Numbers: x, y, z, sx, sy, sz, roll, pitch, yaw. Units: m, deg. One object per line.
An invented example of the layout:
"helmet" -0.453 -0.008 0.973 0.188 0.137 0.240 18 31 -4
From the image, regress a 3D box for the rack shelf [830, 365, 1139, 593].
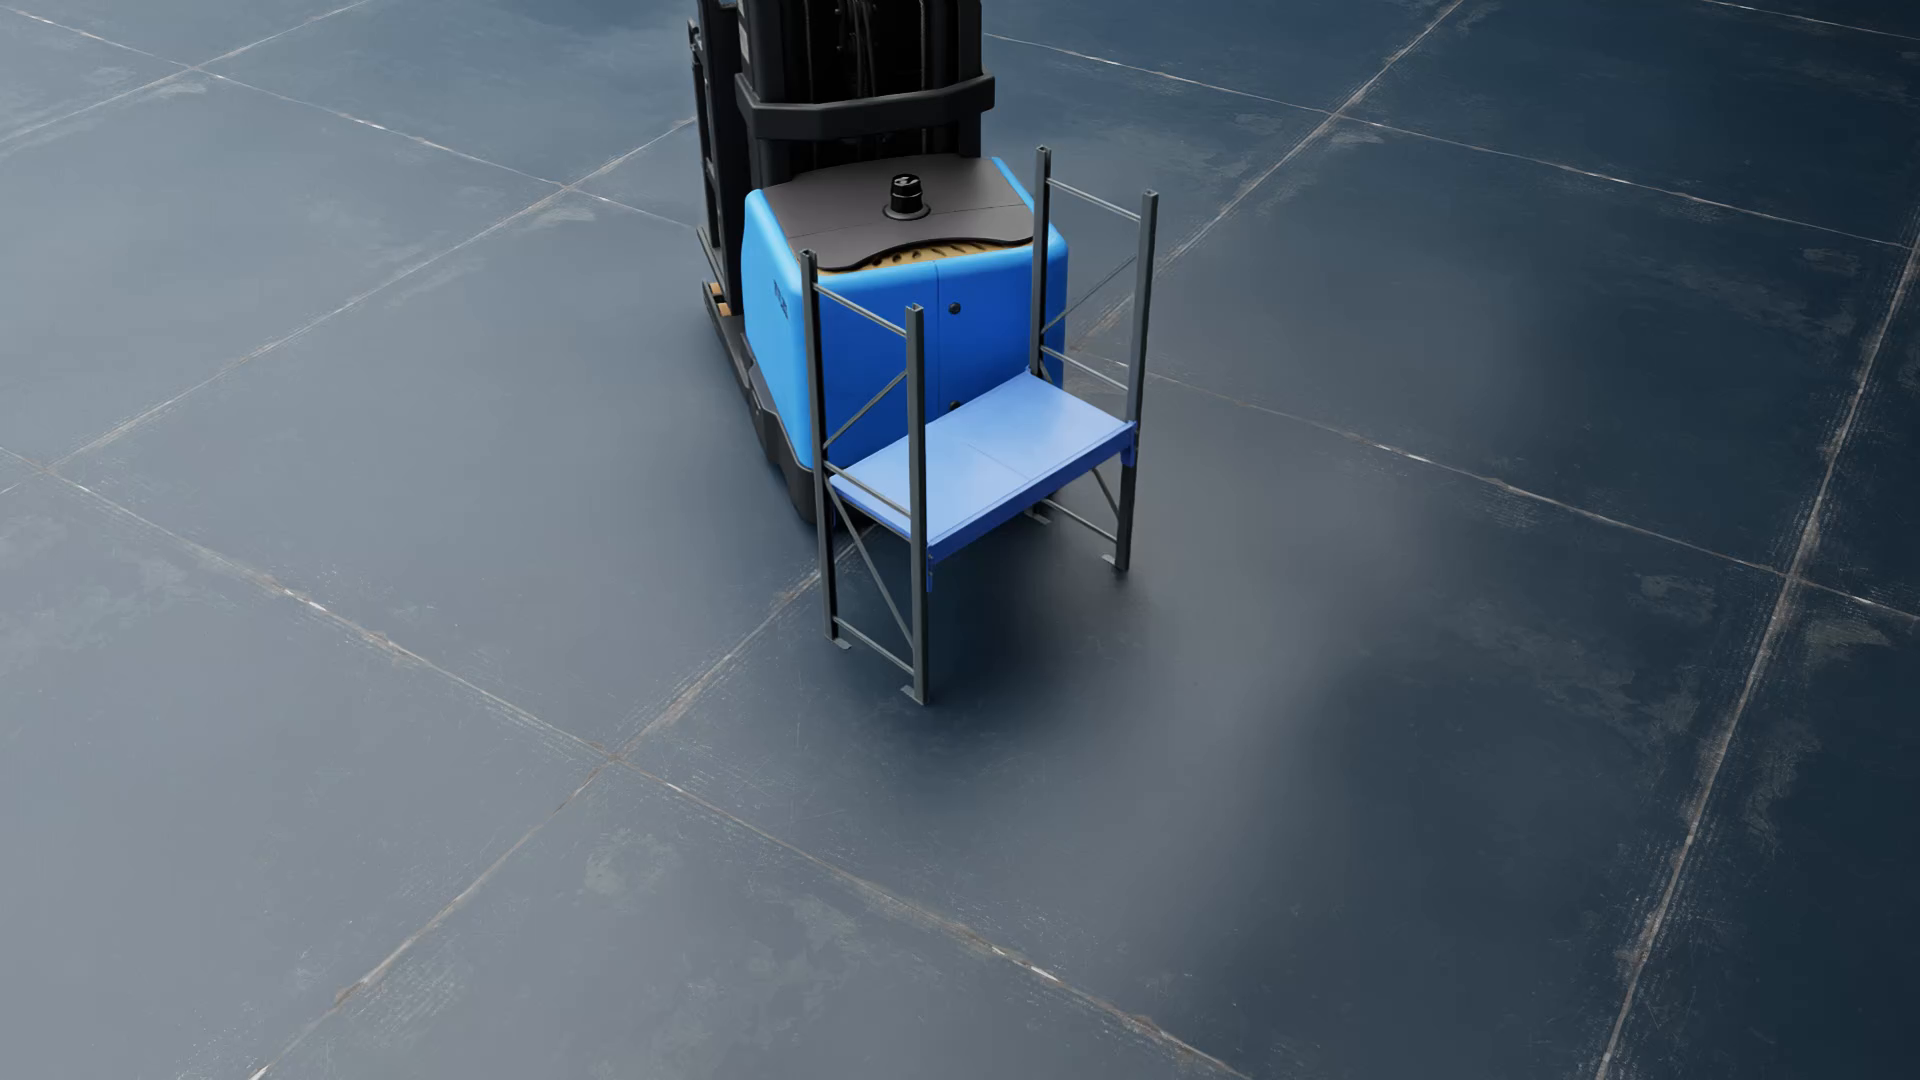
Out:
"rack shelf" 0.074 -0.230 5.615 1.000 0.185 0.538 -31 47 -34

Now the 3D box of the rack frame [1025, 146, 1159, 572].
"rack frame" 0.435 -0.591 5.788 0.032 1.500 0.500 -31 47 -34

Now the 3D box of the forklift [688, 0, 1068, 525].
"forklift" -0.530 -2.119 6.597 1.130 2.935 3.031 -11 39 -14

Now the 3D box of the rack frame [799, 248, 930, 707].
"rack frame" -0.287 -0.154 5.221 0.032 1.500 0.500 -31 47 -34

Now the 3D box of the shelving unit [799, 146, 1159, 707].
"shelving unit" 0.074 -0.373 5.505 1.048 1.500 0.538 -31 47 -34
